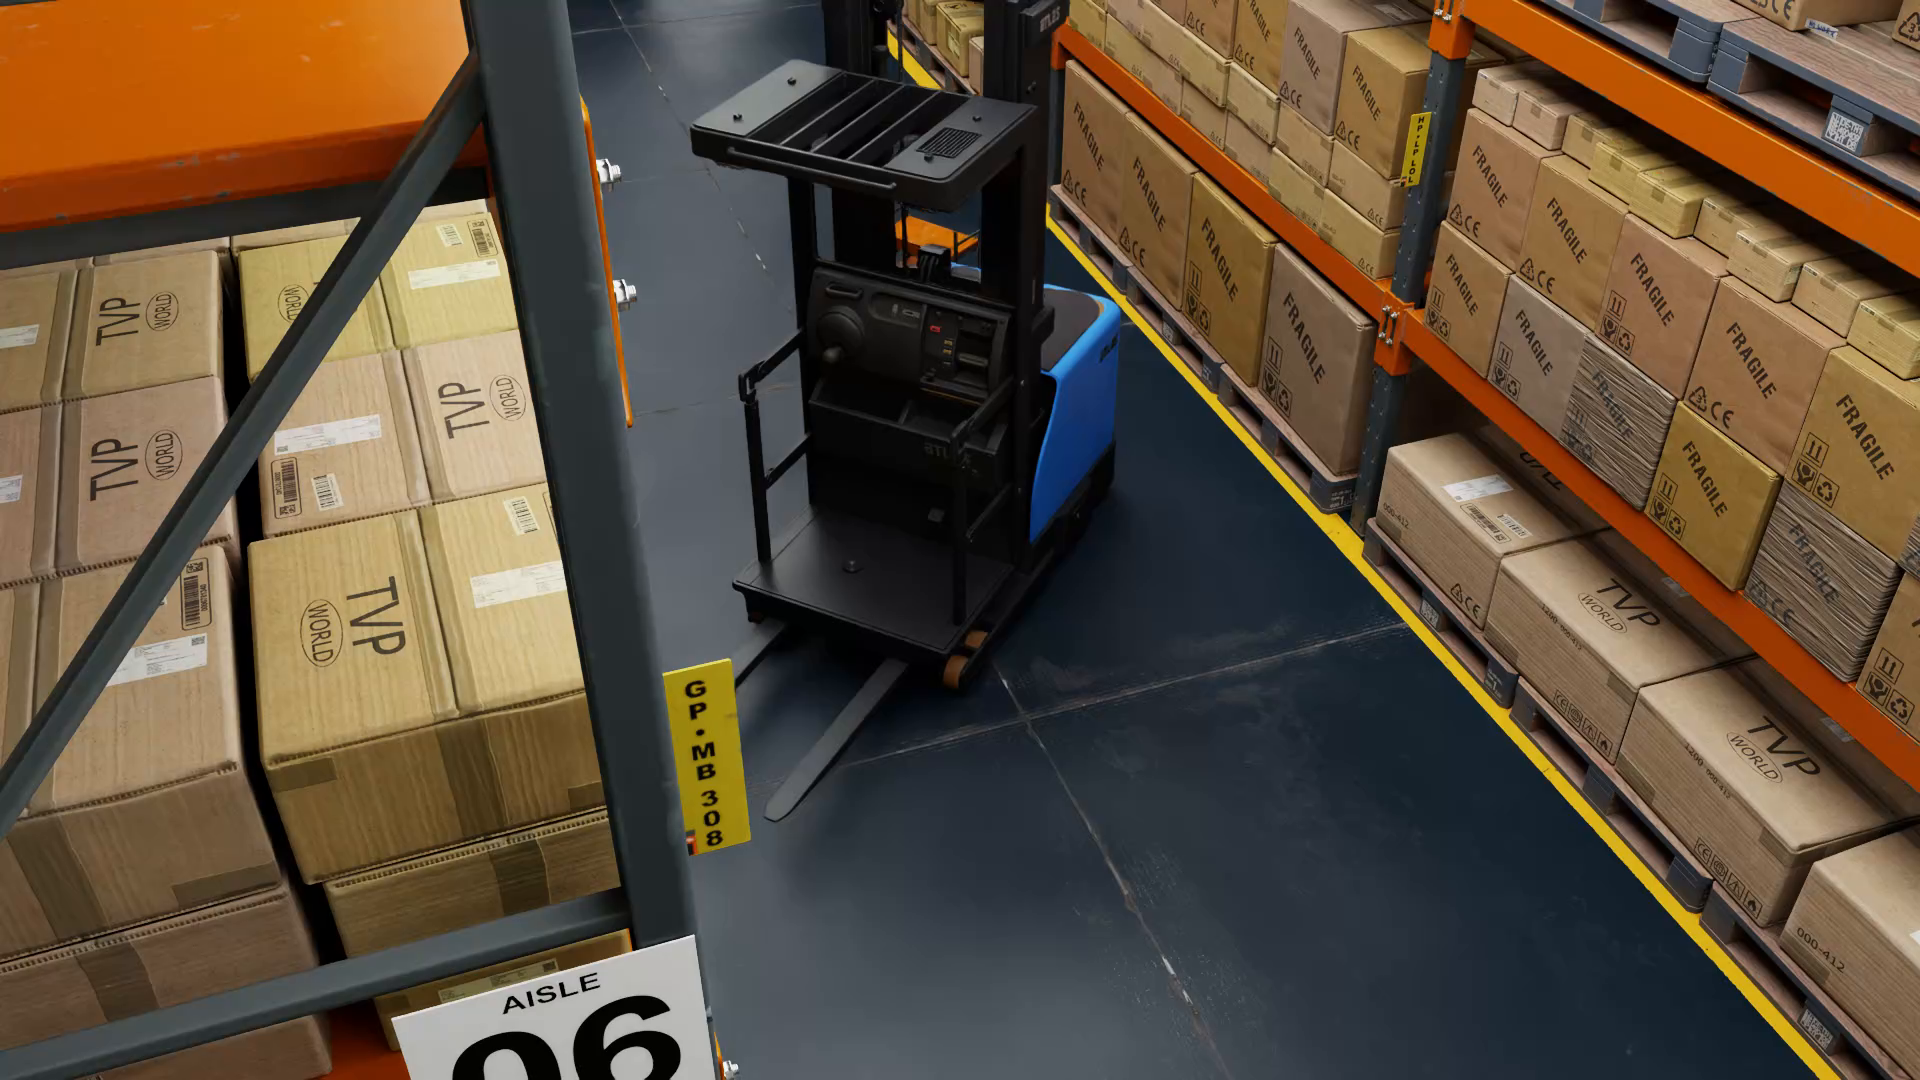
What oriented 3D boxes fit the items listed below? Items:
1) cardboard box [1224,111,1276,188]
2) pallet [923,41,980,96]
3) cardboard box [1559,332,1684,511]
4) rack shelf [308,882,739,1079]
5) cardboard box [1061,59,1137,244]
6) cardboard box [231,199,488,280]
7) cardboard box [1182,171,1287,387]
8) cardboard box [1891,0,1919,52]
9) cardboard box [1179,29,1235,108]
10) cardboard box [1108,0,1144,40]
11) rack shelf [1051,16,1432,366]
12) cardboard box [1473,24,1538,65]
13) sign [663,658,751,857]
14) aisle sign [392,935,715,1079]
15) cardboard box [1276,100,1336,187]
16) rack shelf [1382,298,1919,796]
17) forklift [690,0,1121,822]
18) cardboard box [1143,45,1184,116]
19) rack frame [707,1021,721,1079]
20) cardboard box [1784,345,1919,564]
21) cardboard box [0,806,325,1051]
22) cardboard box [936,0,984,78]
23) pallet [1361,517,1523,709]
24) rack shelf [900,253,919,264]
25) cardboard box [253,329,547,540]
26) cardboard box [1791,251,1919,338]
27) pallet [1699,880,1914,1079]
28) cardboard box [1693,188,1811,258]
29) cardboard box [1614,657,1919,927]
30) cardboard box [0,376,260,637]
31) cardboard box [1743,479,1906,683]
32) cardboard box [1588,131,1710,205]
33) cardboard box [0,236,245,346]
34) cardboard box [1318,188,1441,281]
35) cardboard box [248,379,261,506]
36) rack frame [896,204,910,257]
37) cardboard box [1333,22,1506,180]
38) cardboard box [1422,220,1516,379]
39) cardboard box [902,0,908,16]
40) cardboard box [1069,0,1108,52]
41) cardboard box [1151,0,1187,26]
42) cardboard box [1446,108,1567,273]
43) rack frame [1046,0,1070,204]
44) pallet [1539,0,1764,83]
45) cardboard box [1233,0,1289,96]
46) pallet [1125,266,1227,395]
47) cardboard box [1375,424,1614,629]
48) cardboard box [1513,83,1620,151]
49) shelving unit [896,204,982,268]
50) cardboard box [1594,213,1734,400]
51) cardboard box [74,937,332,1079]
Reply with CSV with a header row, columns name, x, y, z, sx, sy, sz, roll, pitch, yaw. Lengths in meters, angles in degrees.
name,x,y,z,sx,sy,sz,roll,pitch,yaw
cardboard box,1.720,-2.060,8.616,0.500,0.250,0.500,-13,39,-17
pallet,0.381,-3.617,12.877,1.003,0.211,1.213,-12,39,-16
cardboard box,2.691,-0.495,6.331,0.500,0.500,0.500,-12,39,-16
rack shelf,-1.530,-0.093,3.985,1.077,0.370,4.000,-12,39,-16
cardboard box,1.225,-2.513,10.510,0.875,0.875,0.875,-13,39,-16
cardboard box,-1.286,-0.670,3.614,0.500,0.250,0.500,-11,38,-15
cardboard box,1.835,-1.503,9.169,0.875,0.875,0.875,-11,38,-15
cardboard box,3.265,-1.698,5.002,0.500,0.500,0.500,-12,39,-15
cardboard box,1.506,-2.538,8.835,0.500,0.250,0.500,-12,39,-15
cardboard box,1.184,-3.111,9.597,0.500,0.250,0.500,-12,39,-15
rack shelf,1.753,-2.184,9.254,1.077,0.370,4.000,-12,39,-16
cardboard box,2.560,-2.089,7.616,0.500,0.500,0.500,-12,39,-15
sign,-0.332,0.288,2.155,0.100,0.325,0.005,-12,39,-16
aisle sign,-0.542,0.887,2.418,0.394,0.787,0.004,-12,39,-16
cardboard box,1.882,-1.961,8.069,0.500,0.250,0.500,-12,38,-15
rack shelf,3.130,0.076,6.254,1.077,0.370,4.000,-12,39,-16
forklift,-0.325,-0.805,6.883,1.130,2.935,3.031,17,40,21
cardboard box,1.365,-2.629,9.371,0.500,0.250,0.500,-11,38,-14
rack frame,-0.841,1.948,3.171,1.000,3.000,0.127,-12,39,-16
cardboard box,3.054,-0.313,5.259,0.500,0.500,0.500,-13,39,-16
cardboard box,-1.250,0.496,2.483,0.500,0.250,0.500,-13,39,-17
cardboard box,0.363,-3.885,12.750,0.950,0.372,0.625,-11,38,-14
pallet,2.630,0.218,7.785,1.003,0.211,1.213,-12,39,-16
rack shelf,-0.151,-1.333,8.763,0.480,0.148,0.258,24,43,28
cardboard box,-0.916,-0.103,2.862,0.500,0.250,0.500,-13,39,-16
cardboard box,2.943,-0.803,5.370,0.380,0.149,0.250,-11,38,-14
pallet,3.469,1.596,5.955,1.003,0.211,1.213,-12,39,-16
cardboard box,2.793,-1.097,5.760,0.380,0.149,0.250,-13,39,-16
cardboard box,3.174,0.906,6.334,0.875,0.438,0.875,-11,38,-15
cardboard box,-1.435,0.004,2.720,0.500,0.250,0.500,-14,39,-17
cardboard box,3.059,0.085,5.560,0.500,0.500,0.500,-11,38,-15
cardboard box,2.565,-1.378,6.133,0.380,0.149,0.250,-13,39,-16
cardboard box,-1.769,-0.573,3.487,0.500,0.250,0.500,-13,39,-16
cardboard box,2.050,-1.483,7.850,0.500,0.250,0.500,-13,39,-17
cardboard box,-1.605,-0.076,3.242,0.500,0.250,0.500,-13,39,-17
rack frame,-0.347,-1.295,8.972,0.015,1.200,0.240,24,43,28
cardboard box,2.052,-1.981,7.473,0.500,0.500,0.500,-11,38,-14
cardboard box,2.357,-1.062,7.084,0.500,0.500,0.500,-11,38,-14
cardboard box,-0.129,-4.683,13.809,0.950,0.372,0.625,-12,39,-15
cardboard box,0.997,-3.213,10.147,0.500,0.250,0.500,-13,39,-17
cardboard box,1.348,-3.138,9.008,0.500,0.500,0.500,-11,38,-15
cardboard box,2.378,-1.462,6.783,0.500,0.500,0.500,-12,39,-16
rack frame,1.065,-3.601,10.538,1.000,3.000,0.127,-12,39,-16
pallet,2.713,-2.040,6.046,1.003,0.211,1.213,-12,39,-16
cardboard box,1.711,-2.562,8.245,0.500,0.500,0.500,-11,38,-15
pallet,1.681,-1.338,9.851,1.003,0.211,1.213,-12,39,-16
cardboard box,2.557,-0.109,7.682,0.875,0.438,0.875,-13,39,-17
cardboard box,2.410,-1.666,6.516,0.380,0.149,0.250,-12,39,-15
shelving unit,-0.151,-1.208,8.857,0.503,1.200,0.258,24,43,28
cardboard box,2.711,-0.883,6.015,0.500,0.500,0.500,-12,39,-15
cardboard box,-1.169,0.717,2.520,0.380,0.149,0.250,-11,38,-15
